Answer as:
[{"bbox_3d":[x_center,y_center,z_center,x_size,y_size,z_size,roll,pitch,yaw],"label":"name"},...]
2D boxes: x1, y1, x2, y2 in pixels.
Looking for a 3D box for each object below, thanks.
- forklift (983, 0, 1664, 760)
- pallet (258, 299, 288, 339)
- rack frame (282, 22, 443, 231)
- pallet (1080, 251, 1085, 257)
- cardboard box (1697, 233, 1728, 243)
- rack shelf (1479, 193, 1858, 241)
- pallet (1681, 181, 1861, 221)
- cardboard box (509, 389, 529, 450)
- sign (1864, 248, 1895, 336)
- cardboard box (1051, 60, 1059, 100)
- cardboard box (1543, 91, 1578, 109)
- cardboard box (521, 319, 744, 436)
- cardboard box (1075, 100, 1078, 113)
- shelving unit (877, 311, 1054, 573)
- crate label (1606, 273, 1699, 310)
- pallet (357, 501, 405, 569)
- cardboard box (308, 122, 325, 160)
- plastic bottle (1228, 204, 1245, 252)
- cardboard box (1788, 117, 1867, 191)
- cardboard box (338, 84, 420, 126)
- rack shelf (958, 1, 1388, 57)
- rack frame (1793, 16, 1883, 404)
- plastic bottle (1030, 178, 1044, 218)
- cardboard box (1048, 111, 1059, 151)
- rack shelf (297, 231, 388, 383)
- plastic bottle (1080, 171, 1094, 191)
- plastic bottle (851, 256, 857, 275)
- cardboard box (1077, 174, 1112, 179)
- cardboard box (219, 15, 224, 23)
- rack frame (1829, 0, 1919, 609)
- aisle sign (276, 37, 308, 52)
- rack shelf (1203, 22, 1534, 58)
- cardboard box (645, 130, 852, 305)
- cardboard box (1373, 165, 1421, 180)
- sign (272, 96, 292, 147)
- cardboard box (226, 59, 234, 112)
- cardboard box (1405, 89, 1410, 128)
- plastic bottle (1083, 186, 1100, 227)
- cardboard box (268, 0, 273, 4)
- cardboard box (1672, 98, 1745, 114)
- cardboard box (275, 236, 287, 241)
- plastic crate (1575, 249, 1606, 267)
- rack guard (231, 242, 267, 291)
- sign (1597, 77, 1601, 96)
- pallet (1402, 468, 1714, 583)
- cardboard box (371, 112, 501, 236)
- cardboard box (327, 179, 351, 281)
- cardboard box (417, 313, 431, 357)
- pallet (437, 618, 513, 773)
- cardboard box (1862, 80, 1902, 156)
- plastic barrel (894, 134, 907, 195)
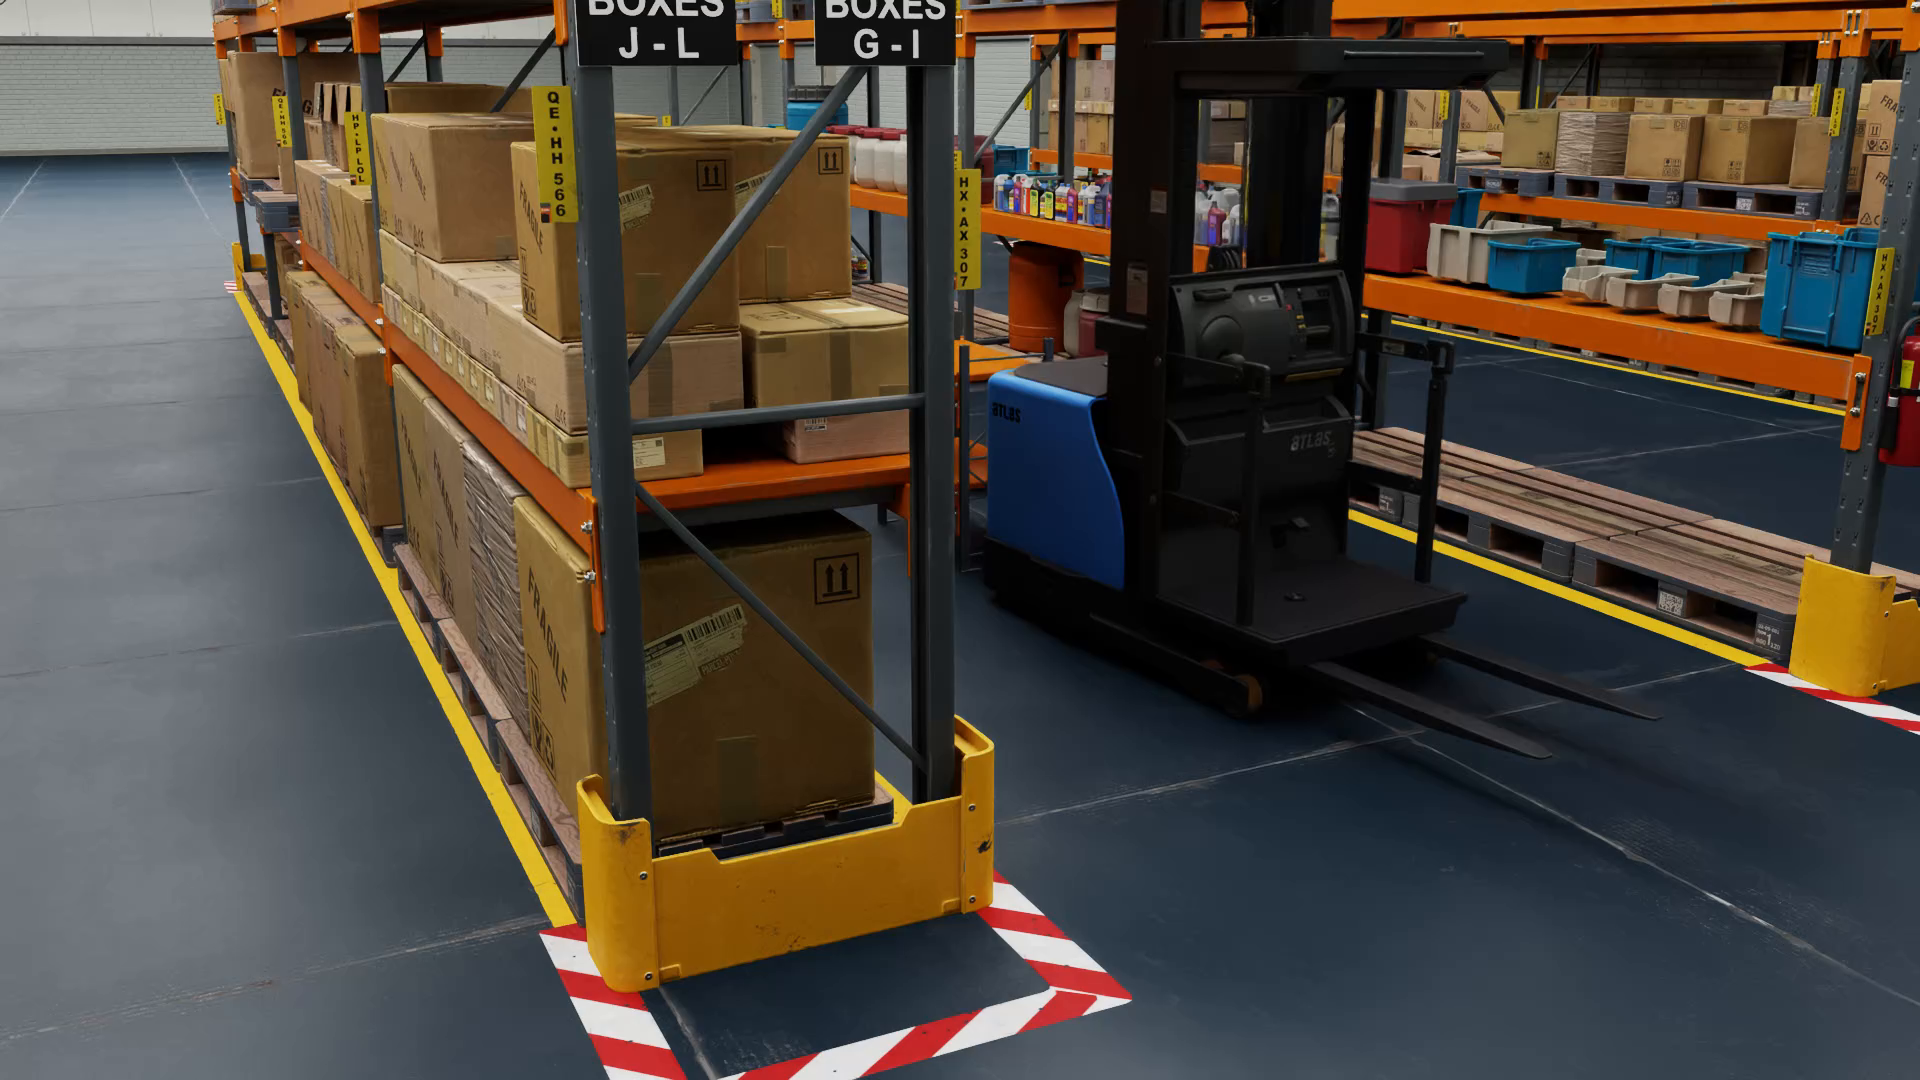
[{"bbox_3d":[1.344,-0.877,6.492,1.130,2.935,3.031,-10,19,-32],"label":"forklift"},{"bbox_3d":[-6.073,-2.129,15.786,1.003,0.211,1.213,-8,18,-25],"label":"pallet"},{"bbox_3d":[-3.995,-2.315,11.380,1.000,3.000,0.127,-8,18,-25],"label":"rack frame"},{"bbox_3d":[1.780,-3.970,22.202,1.003,0.211,1.213,-8,18,-25],"label":"pallet"},{"bbox_3d":[8.880,-3.435,19.016,0.700,0.500,0.500,-8,18,-25],"label":"cardboard box"},{"bbox_3d":[5.788,-2.670,13.919,1.077,0.370,4.000,-8,18,-25],"label":"rack shelf"},{"bbox_3d":[6.413,-2.638,12.855,1.003,0.211,1.213,-8,18,-25],"label":"pallet"},{"bbox_3d":[-1.167,-0.386,5.114,0.380,0.149,0.250,-8,18,-25],"label":"cardboard box"},{"bbox_3d":[3.475,-0.938,6.285,0.100,0.325,0.005,-8,18,-25],"label":"sign"},{"bbox_3d":[1.624,-6.036,21.814,0.700,0.500,0.500,-8,18,-25],"label":"cardboard box"},{"bbox_3d":[7.593,-5.542,21.502,0.500,0.500,0.500,-8,18,-26],"label":"cardboard box"},{"bbox_3d":[-0.941,-0.490,4.754,0.500,0.250,0.500,-8,18,-26],"label":"cardboard box"},{"bbox_3d":[1.612,-5.604,21.485,0.380,0.149,0.250,-8,18,-25],"label":"cardboard box"},{"bbox_3d":[0.003,-0.539,8.590,0.538,1.125,1.048,-8,18,-25],"label":"shelving unit"},{"bbox_3d":[3.185,-1.152,7.697,0.396,0.136,0.243,-8,18,-25],"label":"crate label"},{"bbox_3d":[-2.648,-0.165,8.943,1.003,0.211,1.213,-8,18,-25],"label":"pallet"},{"bbox_3d":[-4.267,-2.694,11.758,0.500,0.500,0.500,-10,19,-32],"label":"cardboard box"},{"bbox_3d":[1.747,-1.921,10.231,0.152,0.276,0.135,-8,18,-25],"label":"plastic bottle"},{"bbox_3d":[6.658,-2.914,12.524,0.500,0.500,0.700,15,22,42],"label":"cardboard box"},{"bbox_3d":[-3.106,-2.335,9.448,0.797,0.503,0.637,-7,17,-23],"label":"cardboard box"},{"bbox_3d":[1.334,-3.514,11.423,1.077,0.370,4.000,-8,18,-25],"label":"rack shelf"},{"bbox_3d":[6.665,-2.519,12.092,1.000,3.000,0.127,-8,18,-25],"label":"rack frame"},{"bbox_3d":[0.577,-2.558,12.437,0.061,0.283,0.133,-8,18,-25],"label":"plastic bottle"},{"bbox_3d":[1.600,-5.426,22.038,0.700,0.500,0.500,-8,18,-25],"label":"cardboard box"},{"bbox_3d":[-3.118,-1.473,9.751,1.077,0.370,4.000,-8,18,-25],"label":"rack shelf"},{"bbox_3d":[1.019,-2.809,13.312,0.061,0.283,0.133,-8,18,-25],"label":"plastic bottle"},{"bbox_3d":[-1.129,-2.954,17.883,0.097,0.201,0.097,0,16,0],"label":"plastic bottle"},{"bbox_3d":[1.910,-4.639,22.341,0.500,0.500,0.500,-8,18,-25],"label":"cardboard box"},{"bbox_3d":[-7.076,-5.267,16.502,0.500,0.250,0.500,-8,18,-25],"label":"cardboard box"},{"bbox_3d":[3.963,-0.930,6.553,1.000,3.000,0.127,-8,18,-25],"label":"rack frame"},{"bbox_3d":[-7.257,-5.600,18.114,0.394,0.787,0.004,-8,18,-25],"label":"aisle sign"},{"bbox_3d":[4.036,-5.103,16.962,1.077,0.370,4.000,-8,18,-25],"label":"rack shelf"},{"bbox_3d":[-0.676,-1.038,5.304,0.500,0.500,0.500,-8,18,-26],"label":"cardboard box"},{"bbox_3d":[4.270,-3.580,16.244,0.380,0.149,0.250,-8,18,-25],"label":"cardboard box"},{"bbox_3d":[-4.478,-2.766,10.995,0.100,0.325,0.005,-8,18,-25],"label":"sign"},{"bbox_3d":[-6.846,-4.429,16.214,0.500,0.500,0.500,-8,18,-25],"label":"cardboard box"},{"bbox_3d":[6.226,-5.985,23.045,0.500,0.500,0.500,-8,18,-27],"label":"cardboard box"},{"bbox_3d":[0.964,-2.364,11.775,0.152,0.276,0.135,-8,18,-25],"label":"plastic bottle"},{"bbox_3d":[-4.423,-3.773,11.294,0.500,0.250,0.500,-8,18,-25],"label":"cardboard box"},{"bbox_3d":[8.583,-4.792,19.032,0.700,0.500,0.500,-8,18,-25],"label":"cardboard box"},{"bbox_3d":[-6.691,-2.841,16.982,0.500,0.500,0.500,-6,17,-20],"label":"cardboard box"},{"bbox_3d":[3.243,-1.428,8.660,0.293,0.136,0.466,-8,18,-25],"label":"plastic crate"},{"bbox_3d":[-7.466,-3.078,18.572,1.175,0.500,0.348,-8,18,-25],"label":"rack guard"},{"bbox_3d":[8.109,-5.727,21.171,0.100,0.325,0.005,-8,18,-25],"label":"sign"},{"bbox_3d":[3.106,-0.101,8.720,1.003,0.211,1.213,-8,18,-25],"label":"pallet"},{"bbox_3d":[-2.262,-1.605,7.279,0.500,0.500,0.500,-8,18,-25],"label":"cardboard box"},{"bbox_3d":[-3.138,-1.707,9.078,0.500,0.500,0.500,-8,18,-26],"label":"cardboard box"},{"bbox_3d":[-1.951,-0.830,6.661,0.380,0.149,0.250,-8,18,-26],"label":"cardboard box"},{"bbox_3d":[-1.441,0.518,6.563,1.003,0.211,1.213,-8,18,-25],"label":"pallet"},{"bbox_3d":[6.618,-2.897,11.415,0.500,0.500,0.500,-7,17,-23],"label":"cardboard box"},{"bbox_3d":[-0.369,-3.301,14.613,0.421,0.512,0.421,0,16,0],"label":"plastic barrel"}]
